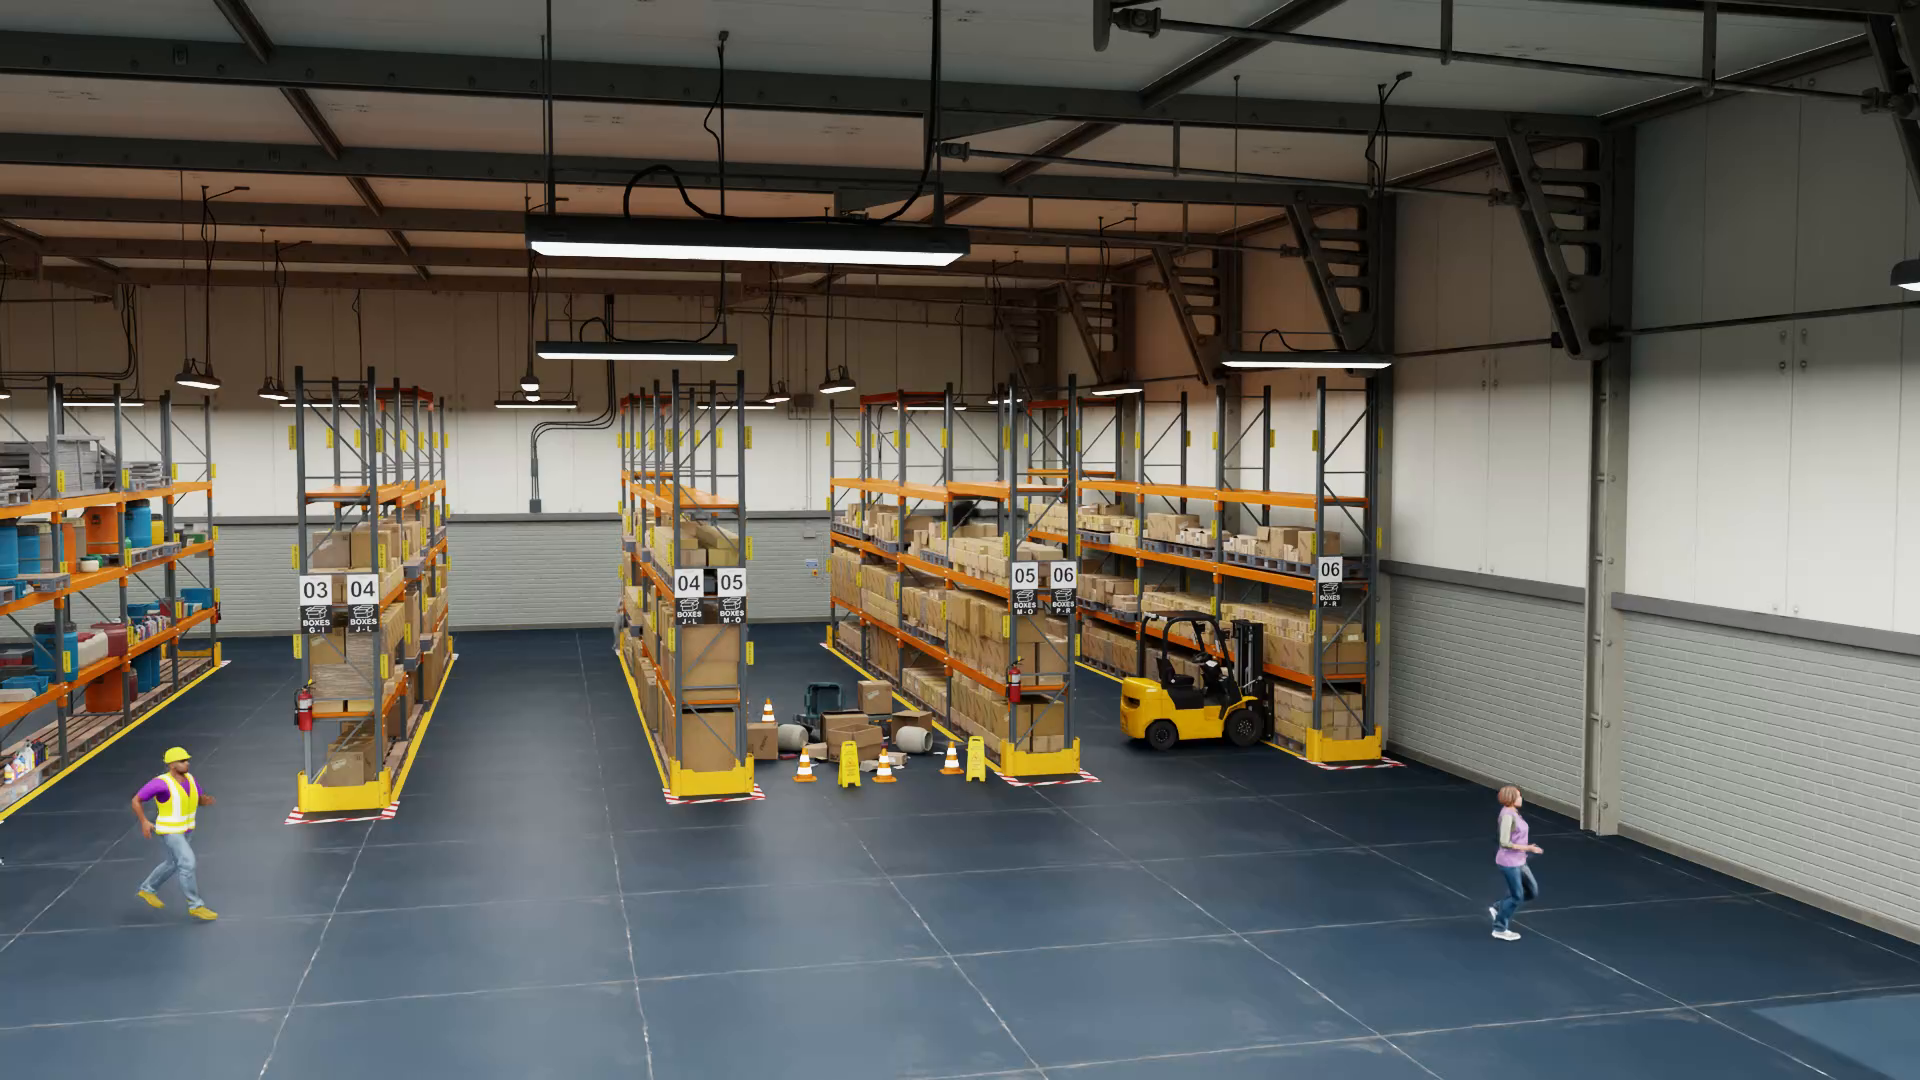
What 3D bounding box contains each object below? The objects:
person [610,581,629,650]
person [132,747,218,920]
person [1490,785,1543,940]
[{"bbox_3d":[-7.983,1.814,39.920,0.786,1.684,0.613,-2,4,-28],"label":"person"},{"bbox_3d":[-8.209,3.049,17.395,0.963,1.775,0.689,1,3,10],"label":"person"},{"bbox_3d":[5.563,3.225,16.609,0.536,1.556,0.526,2,4,29],"label":"person"}]
